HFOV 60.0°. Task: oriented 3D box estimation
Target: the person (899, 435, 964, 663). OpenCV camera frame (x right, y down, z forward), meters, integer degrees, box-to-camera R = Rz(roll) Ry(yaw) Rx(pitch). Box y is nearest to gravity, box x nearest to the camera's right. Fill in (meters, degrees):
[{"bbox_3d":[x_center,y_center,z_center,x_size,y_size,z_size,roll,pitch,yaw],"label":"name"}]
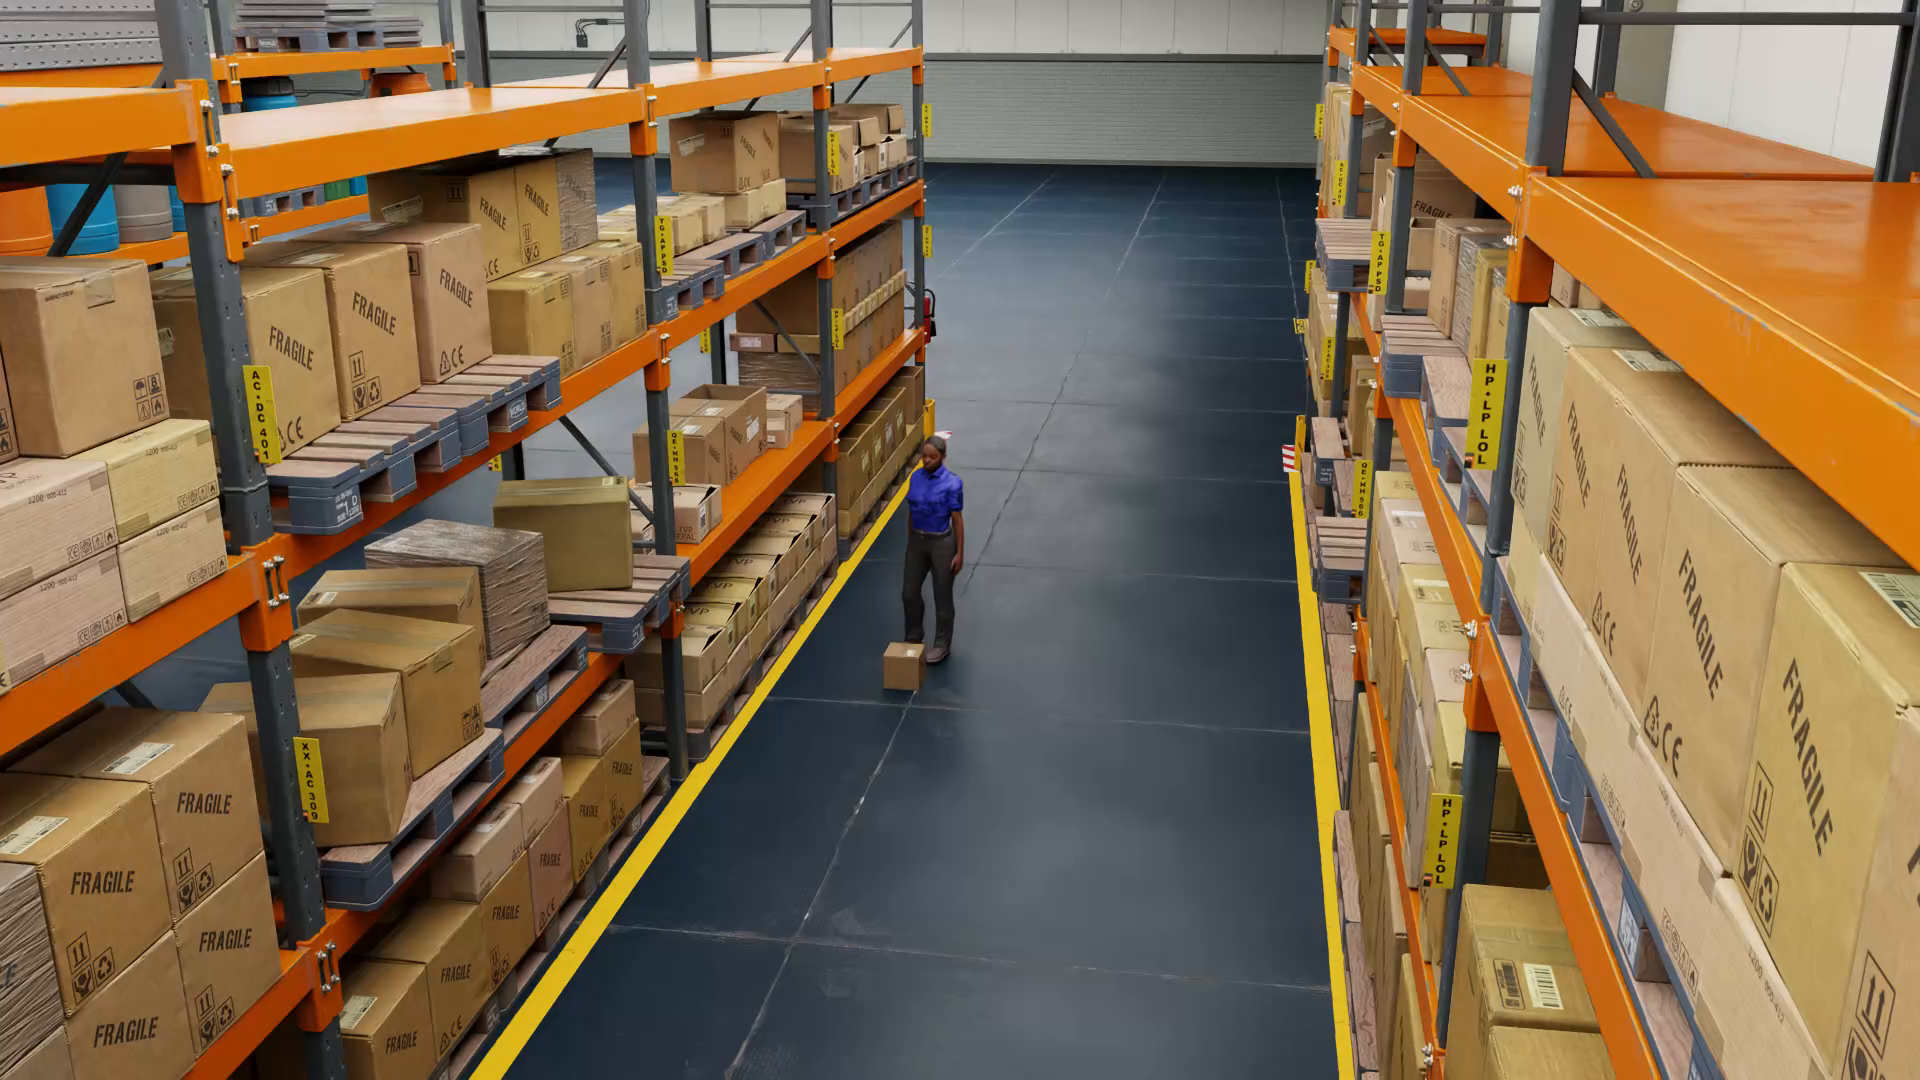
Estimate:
[{"bbox_3d":[-0.233,0.071,11.859,0.579,1.663,0.322,9,20,26],"label":"person"}]
